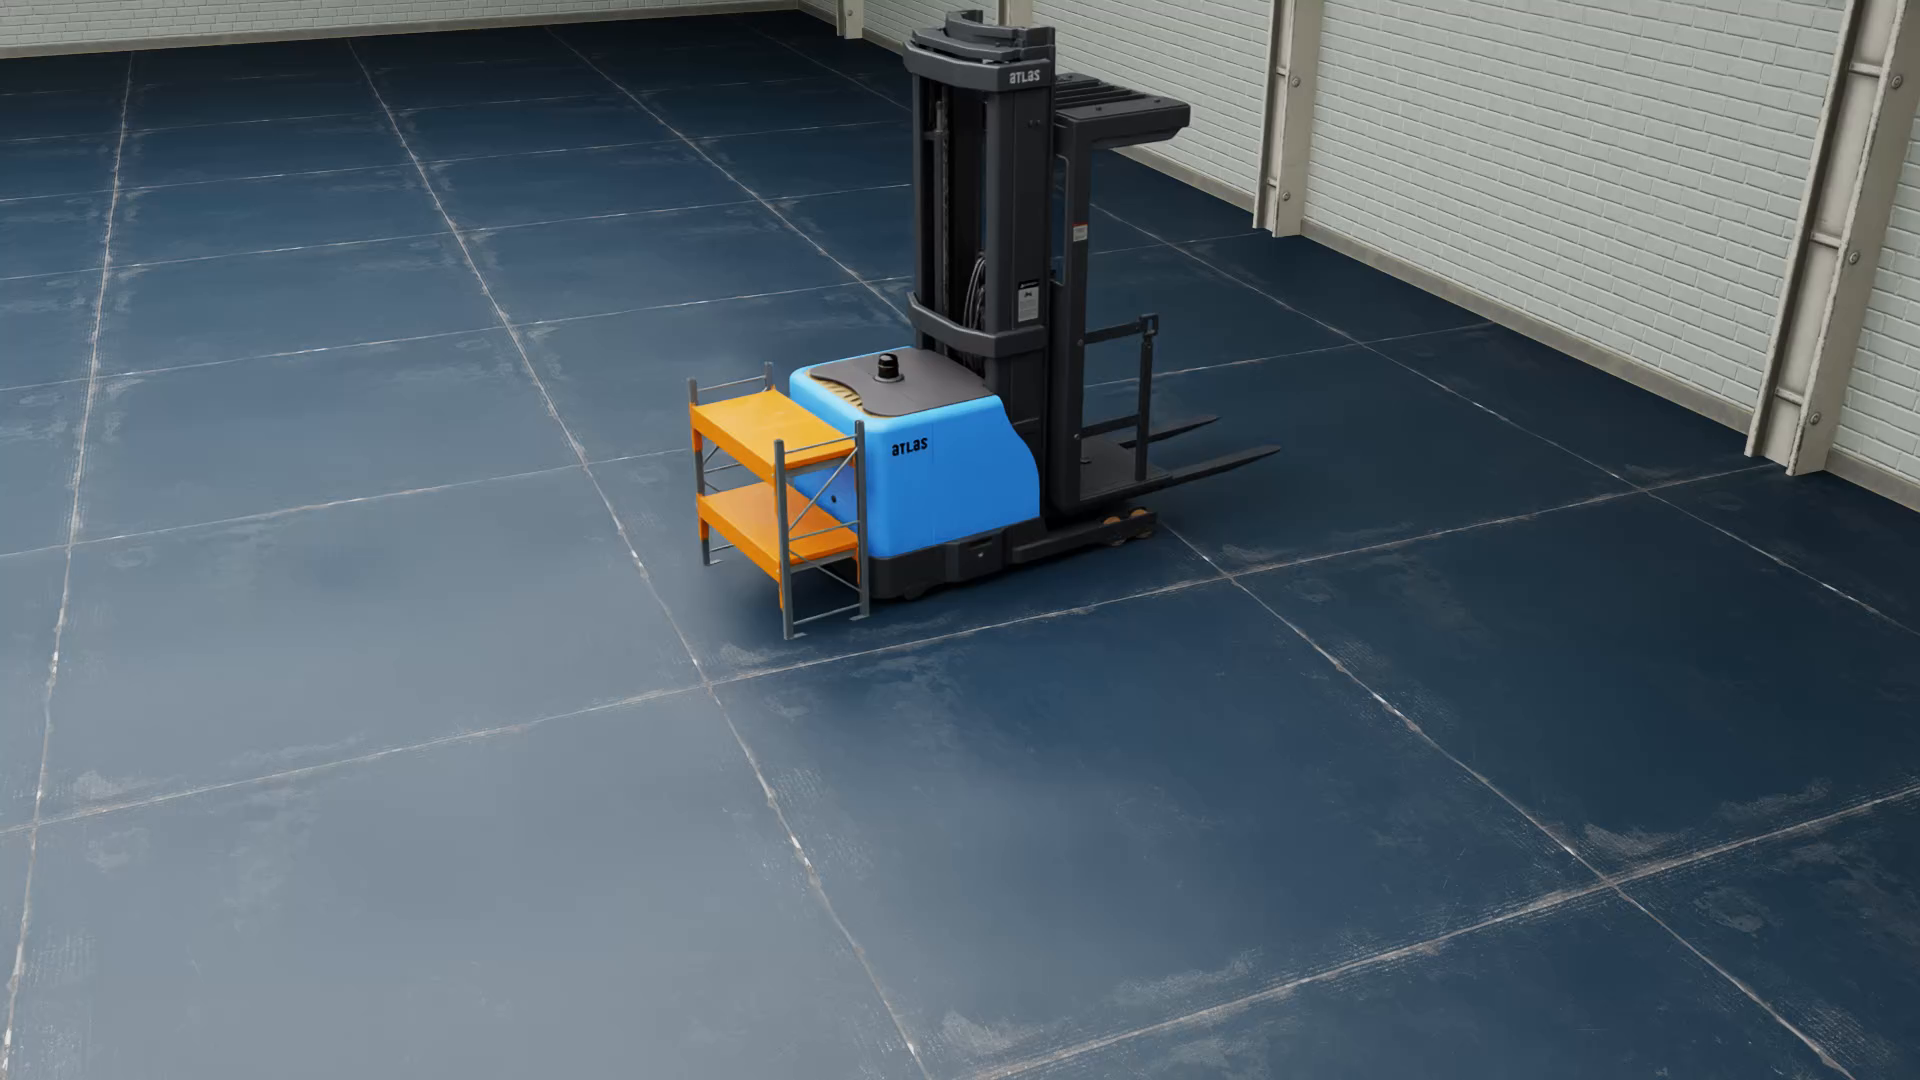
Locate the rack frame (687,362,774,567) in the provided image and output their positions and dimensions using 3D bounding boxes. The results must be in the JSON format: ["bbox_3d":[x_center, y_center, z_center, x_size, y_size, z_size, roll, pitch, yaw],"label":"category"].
[{"bbox_3d":[-1.254,-0.418,9.323,0.500,1.125,0.032,-16,30,-29],"label":"rack frame"}]

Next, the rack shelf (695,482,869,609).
[{"bbox_3d":[-0.978,-0.011,9.047,0.538,0.278,1.000,-16,30,-29],"label":"rack shelf"}]

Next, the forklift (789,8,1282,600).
[{"bbox_3d":[0.559,-1.464,9.407,3.031,2.935,1.130,-15,30,-28],"label":"forklift"}]

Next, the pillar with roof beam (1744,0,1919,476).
[{"bbox_3d":[1.398,-3.816,7.309,9.100,9.000,0.400,-11,28,-21],"label":"pillar with roof beam"}]

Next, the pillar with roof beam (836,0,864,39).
[{"bbox_3d":[-5.651,-11.083,22.192,9.100,9.000,0.400,-11,28,-21],"label":"pillar with roof beam"}]

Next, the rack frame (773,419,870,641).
[{"bbox_3d":[-0.702,-0.043,8.556,0.500,1.125,0.032,-16,30,-29],"label":"rack frame"}]

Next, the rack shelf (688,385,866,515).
[{"bbox_3d":[-0.978,-0.493,8.811,0.538,0.278,1.000,-16,30,-29],"label":"rack shelf"}]

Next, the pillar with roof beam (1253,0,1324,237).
[{"bbox_3d":[-0.952,-6.238,12.270,9.100,9.000,0.400,-11,28,-21],"label":"pillar with roof beam"}]

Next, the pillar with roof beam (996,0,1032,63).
[{"bbox_3d":[-3.302,-8.660,17.231,9.100,9.000,0.400,-11,28,-21],"label":"pillar with roof beam"}]

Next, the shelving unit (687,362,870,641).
[{"bbox_3d":[-0.978,-0.230,8.939,0.538,1.125,1.048,-16,30,-29],"label":"shelving unit"}]
